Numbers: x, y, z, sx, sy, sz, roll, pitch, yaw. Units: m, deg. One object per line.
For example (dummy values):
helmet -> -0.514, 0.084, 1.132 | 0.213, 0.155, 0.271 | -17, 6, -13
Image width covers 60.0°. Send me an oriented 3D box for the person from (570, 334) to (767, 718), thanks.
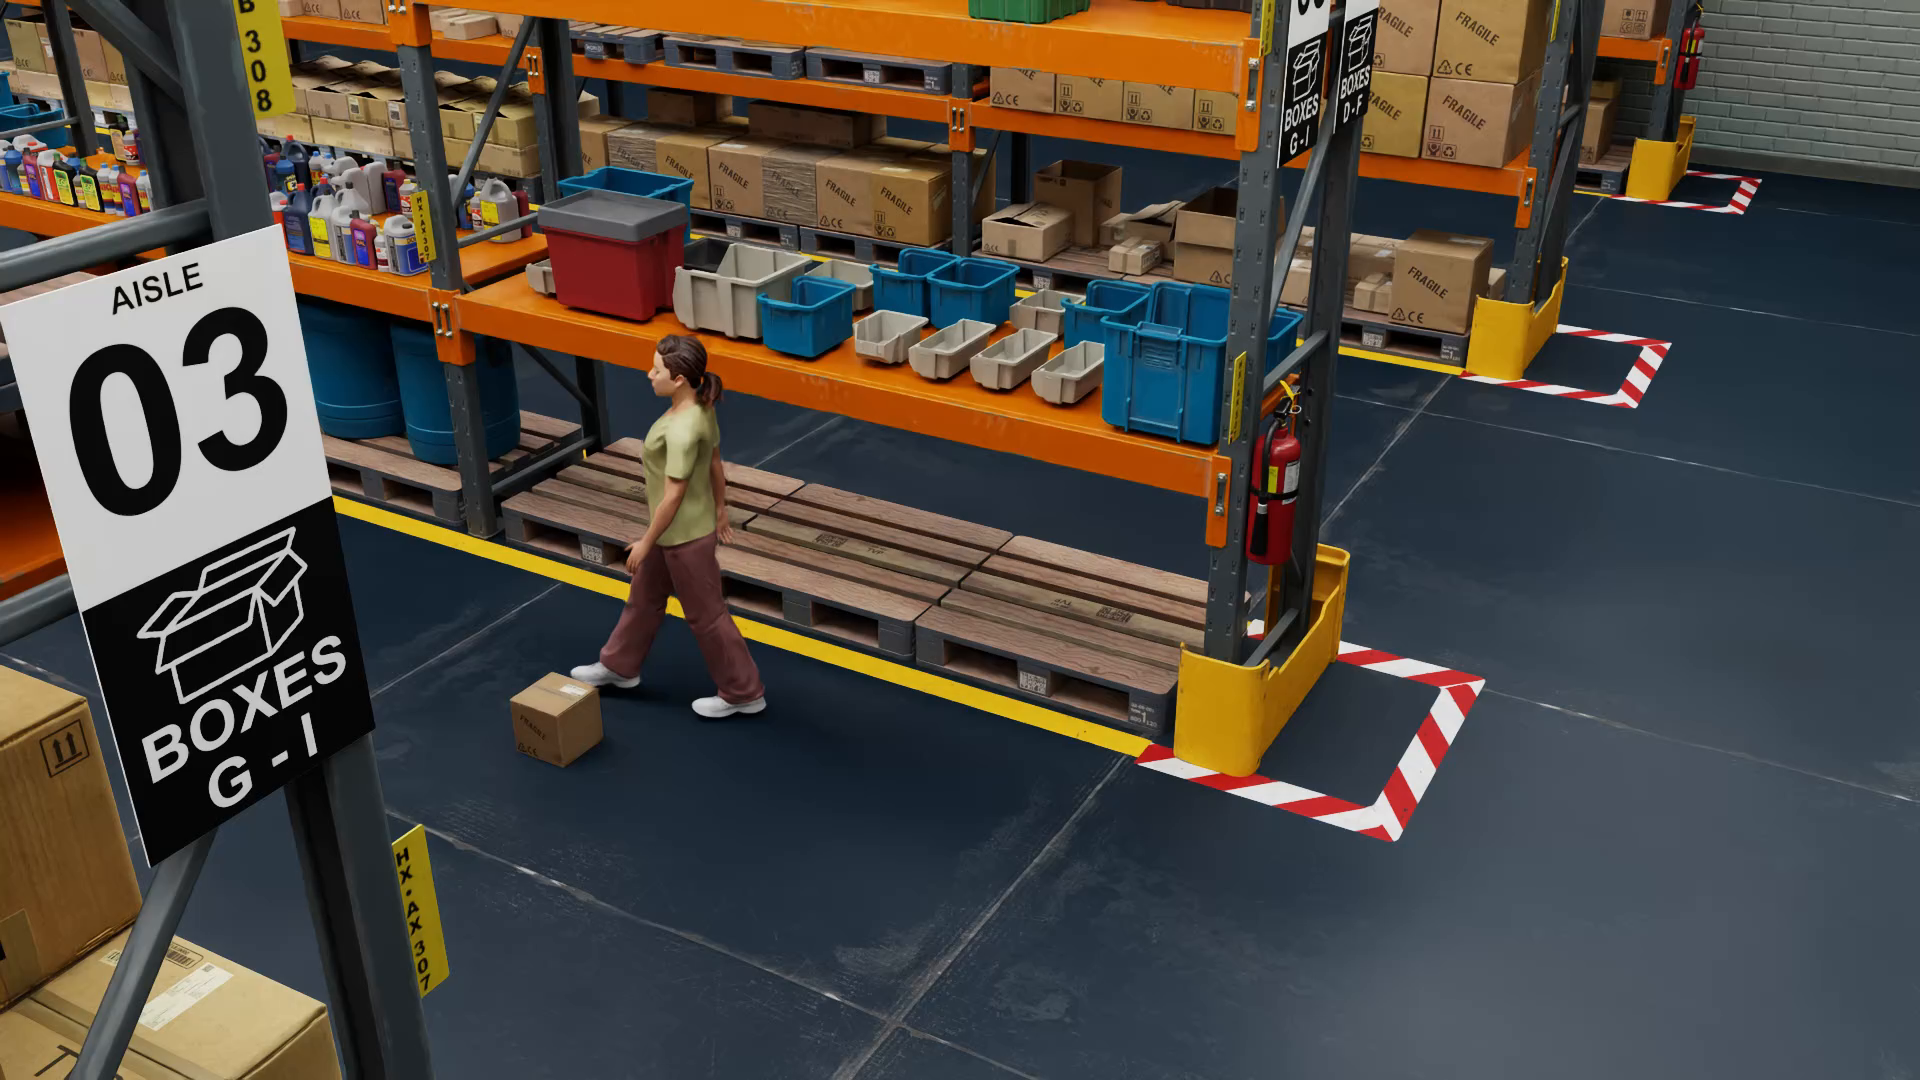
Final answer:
person -> -1.241, -0.022, 6.661 | 0.853, 1.626, 0.469 | -1, 27, -2
